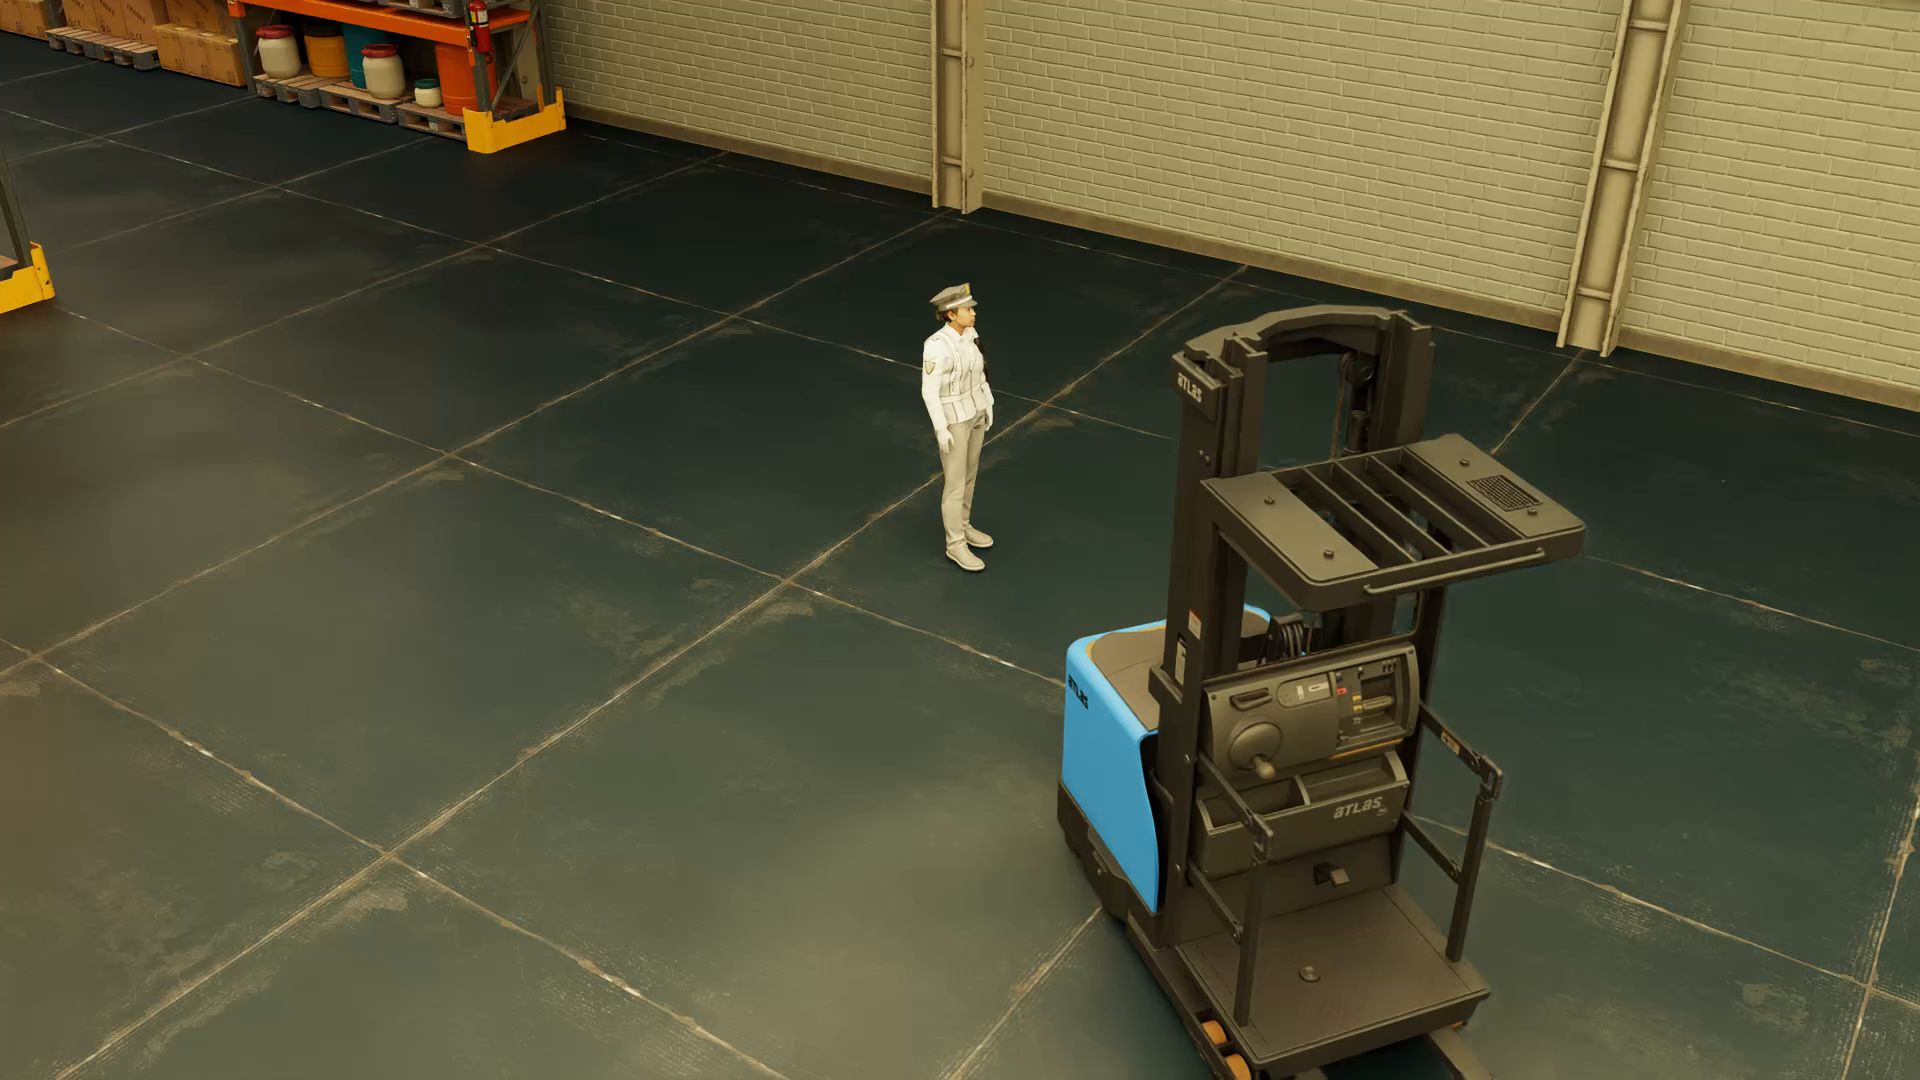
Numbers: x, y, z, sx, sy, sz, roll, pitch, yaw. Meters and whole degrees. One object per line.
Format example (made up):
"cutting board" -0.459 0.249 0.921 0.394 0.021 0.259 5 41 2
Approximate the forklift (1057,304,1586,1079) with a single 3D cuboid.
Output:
"forklift" 1.466 0.723 6.336 1.130 2.935 3.031 -11 32 -18

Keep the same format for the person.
"person" 0.052 -0.717 10.034 0.533 1.696 0.588 19 35 29
